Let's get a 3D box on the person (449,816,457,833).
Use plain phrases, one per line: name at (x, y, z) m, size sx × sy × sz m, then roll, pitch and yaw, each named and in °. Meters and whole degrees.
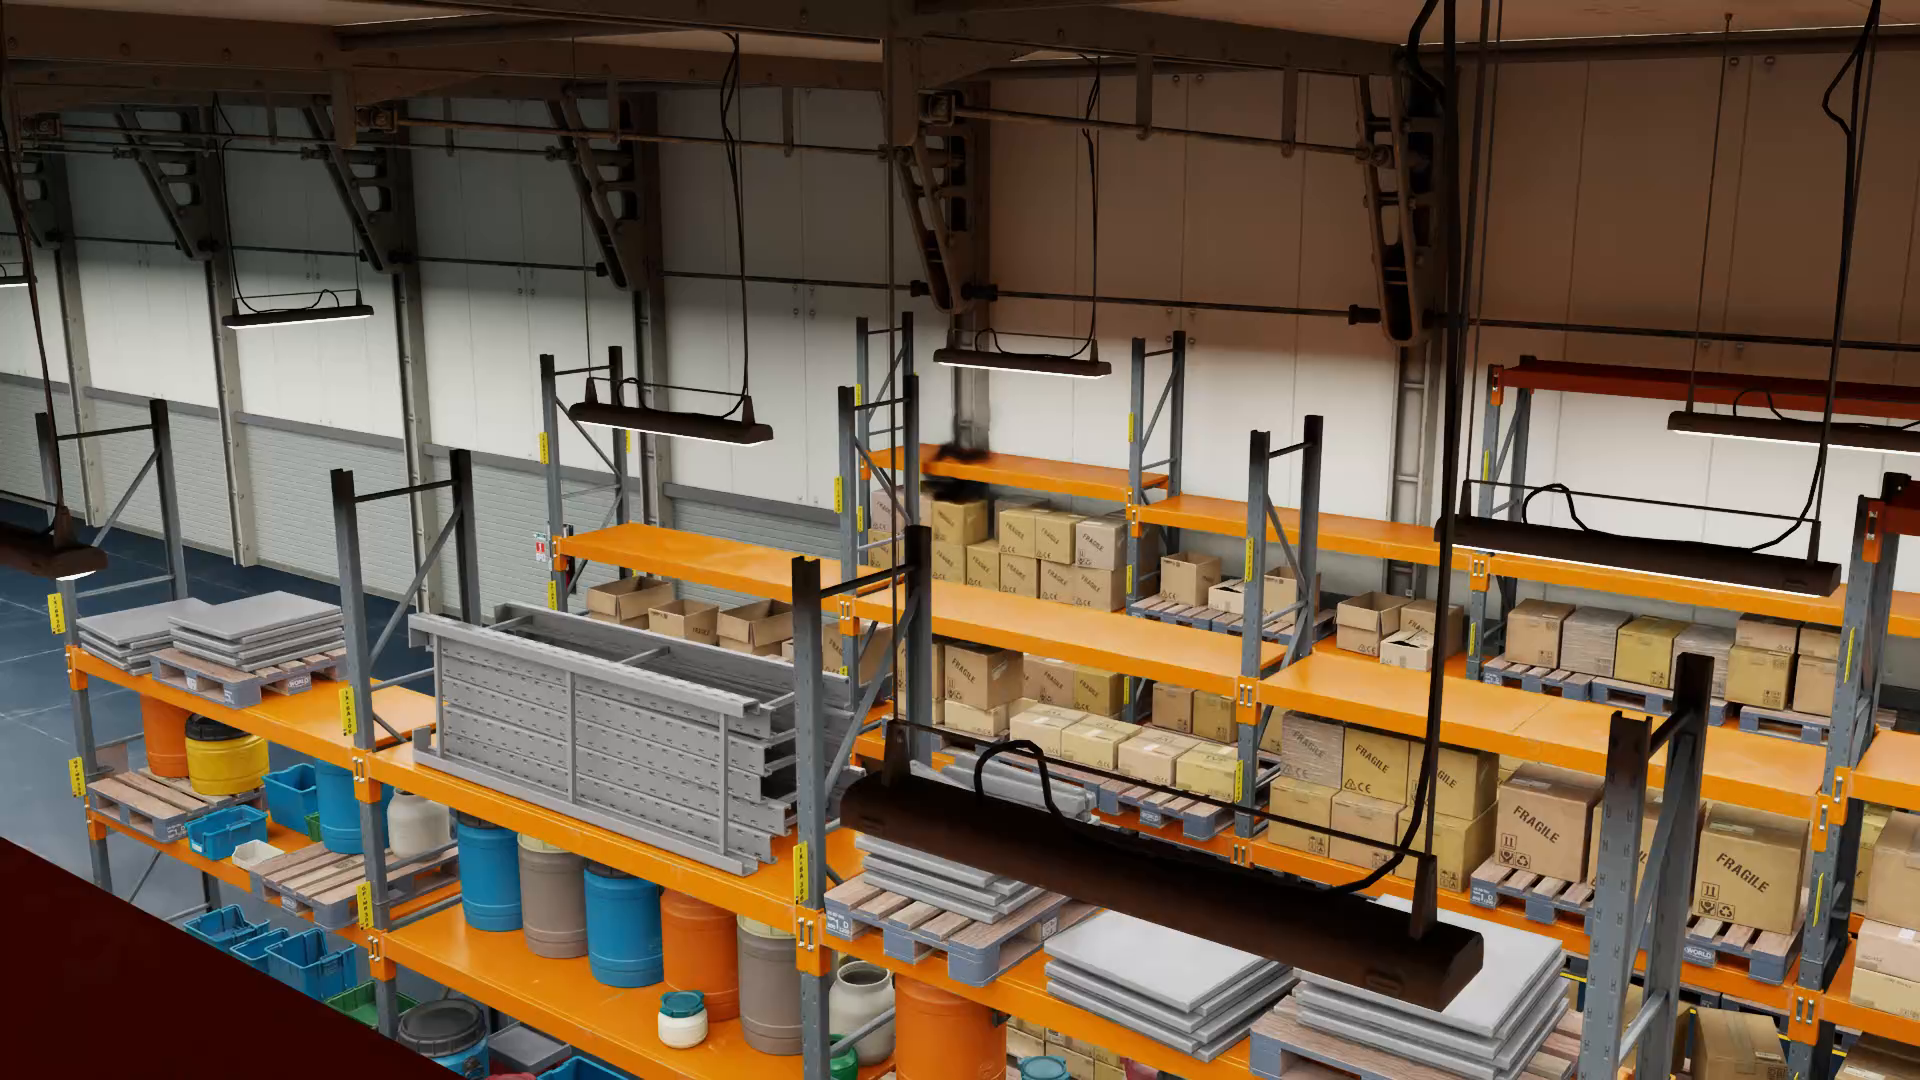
person at (-5.976, 2.877, 18.898) m, size 0.967 × 1.799 × 0.689 m, roll -8°, pitch 15°, yaw -31°
